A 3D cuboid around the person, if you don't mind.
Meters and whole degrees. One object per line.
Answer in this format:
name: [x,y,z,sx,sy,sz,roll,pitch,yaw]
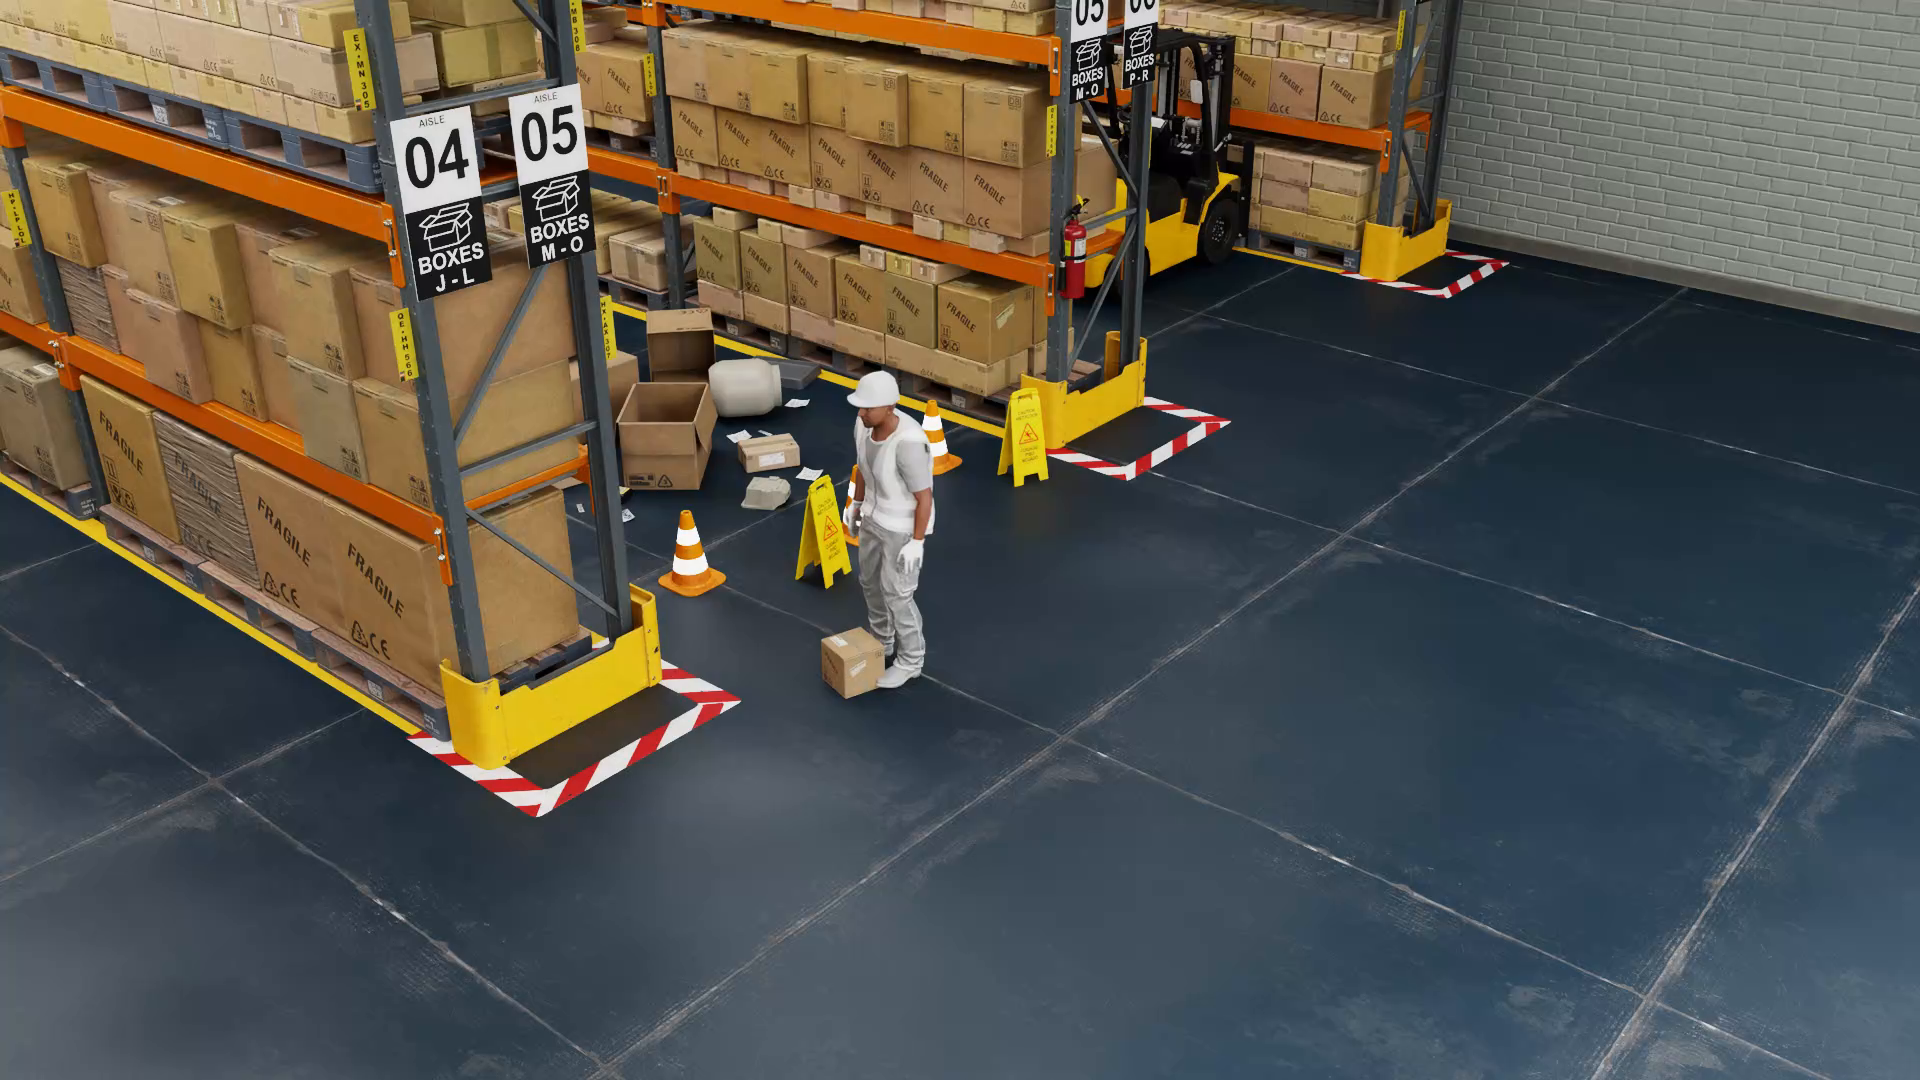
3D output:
person: [-0.378,-0.072,8.745,0.444,1.775,0.629,-18,32,-31]
